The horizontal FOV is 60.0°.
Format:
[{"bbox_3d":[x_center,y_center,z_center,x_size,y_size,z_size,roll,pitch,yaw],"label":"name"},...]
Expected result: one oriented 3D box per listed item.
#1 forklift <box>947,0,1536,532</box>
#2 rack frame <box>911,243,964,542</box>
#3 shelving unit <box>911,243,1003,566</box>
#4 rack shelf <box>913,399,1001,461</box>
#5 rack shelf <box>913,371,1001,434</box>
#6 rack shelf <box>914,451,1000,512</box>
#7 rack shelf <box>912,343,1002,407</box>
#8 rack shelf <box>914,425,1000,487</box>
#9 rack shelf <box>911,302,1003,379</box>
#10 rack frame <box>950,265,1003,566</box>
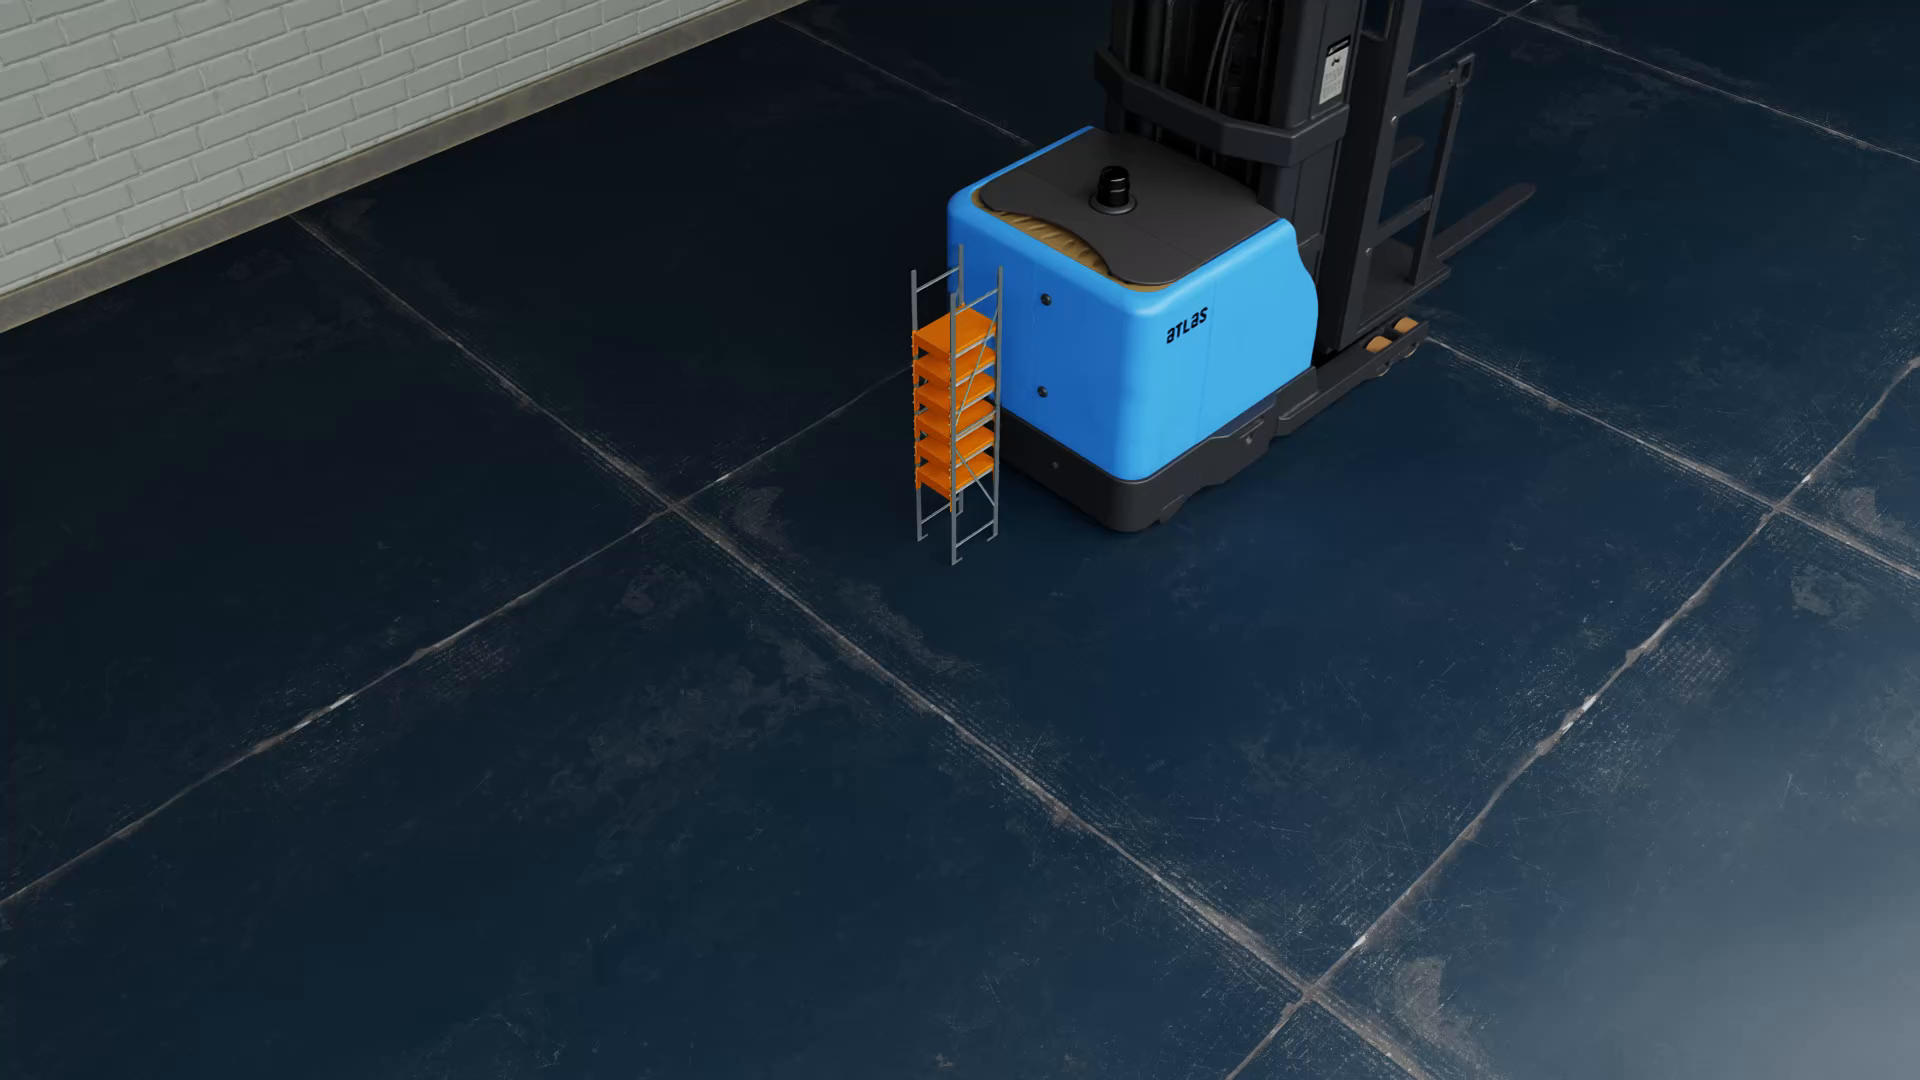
[{"bbox_3d":[1.345,-1.993,6.247,3.031,2.935,1.130,-33,52,-31],"label":"forklift"},{"bbox_3d":[-0.075,-0.492,5.898,0.240,1.200,0.006,-34,53,-31],"label":"rack frame"},{"bbox_3d":[-0.010,-0.448,5.850,0.258,1.200,0.189,-34,53,-31],"label":"shelving unit"},{"bbox_3d":[-0.010,-0.415,5.880,0.258,0.103,0.180,-34,53,-31],"label":"rack shelf"},{"bbox_3d":[-0.010,-0.503,5.799,0.258,0.103,0.180,-34,53,-31],"label":"rack shelf"},{"bbox_3d":[-0.010,-0.239,6.043,0.258,0.103,0.180,-34,53,-31],"label":"rack shelf"},{"bbox_3d":[-0.010,-0.591,5.718,0.258,0.103,0.180,-34,53,-31],"label":"rack shelf"},{"bbox_3d":[-0.010,-0.327,5.962,0.258,0.103,0.180,-34,53,-31],"label":"rack shelf"},{"bbox_3d":[-0.010,-0.679,5.636,0.258,0.103,0.180,-34,53,-31],"label":"rack shelf"},{"bbox_3d":[0.054,-0.404,5.803,0.240,1.200,0.006,-34,53,-31],"label":"rack frame"}]
